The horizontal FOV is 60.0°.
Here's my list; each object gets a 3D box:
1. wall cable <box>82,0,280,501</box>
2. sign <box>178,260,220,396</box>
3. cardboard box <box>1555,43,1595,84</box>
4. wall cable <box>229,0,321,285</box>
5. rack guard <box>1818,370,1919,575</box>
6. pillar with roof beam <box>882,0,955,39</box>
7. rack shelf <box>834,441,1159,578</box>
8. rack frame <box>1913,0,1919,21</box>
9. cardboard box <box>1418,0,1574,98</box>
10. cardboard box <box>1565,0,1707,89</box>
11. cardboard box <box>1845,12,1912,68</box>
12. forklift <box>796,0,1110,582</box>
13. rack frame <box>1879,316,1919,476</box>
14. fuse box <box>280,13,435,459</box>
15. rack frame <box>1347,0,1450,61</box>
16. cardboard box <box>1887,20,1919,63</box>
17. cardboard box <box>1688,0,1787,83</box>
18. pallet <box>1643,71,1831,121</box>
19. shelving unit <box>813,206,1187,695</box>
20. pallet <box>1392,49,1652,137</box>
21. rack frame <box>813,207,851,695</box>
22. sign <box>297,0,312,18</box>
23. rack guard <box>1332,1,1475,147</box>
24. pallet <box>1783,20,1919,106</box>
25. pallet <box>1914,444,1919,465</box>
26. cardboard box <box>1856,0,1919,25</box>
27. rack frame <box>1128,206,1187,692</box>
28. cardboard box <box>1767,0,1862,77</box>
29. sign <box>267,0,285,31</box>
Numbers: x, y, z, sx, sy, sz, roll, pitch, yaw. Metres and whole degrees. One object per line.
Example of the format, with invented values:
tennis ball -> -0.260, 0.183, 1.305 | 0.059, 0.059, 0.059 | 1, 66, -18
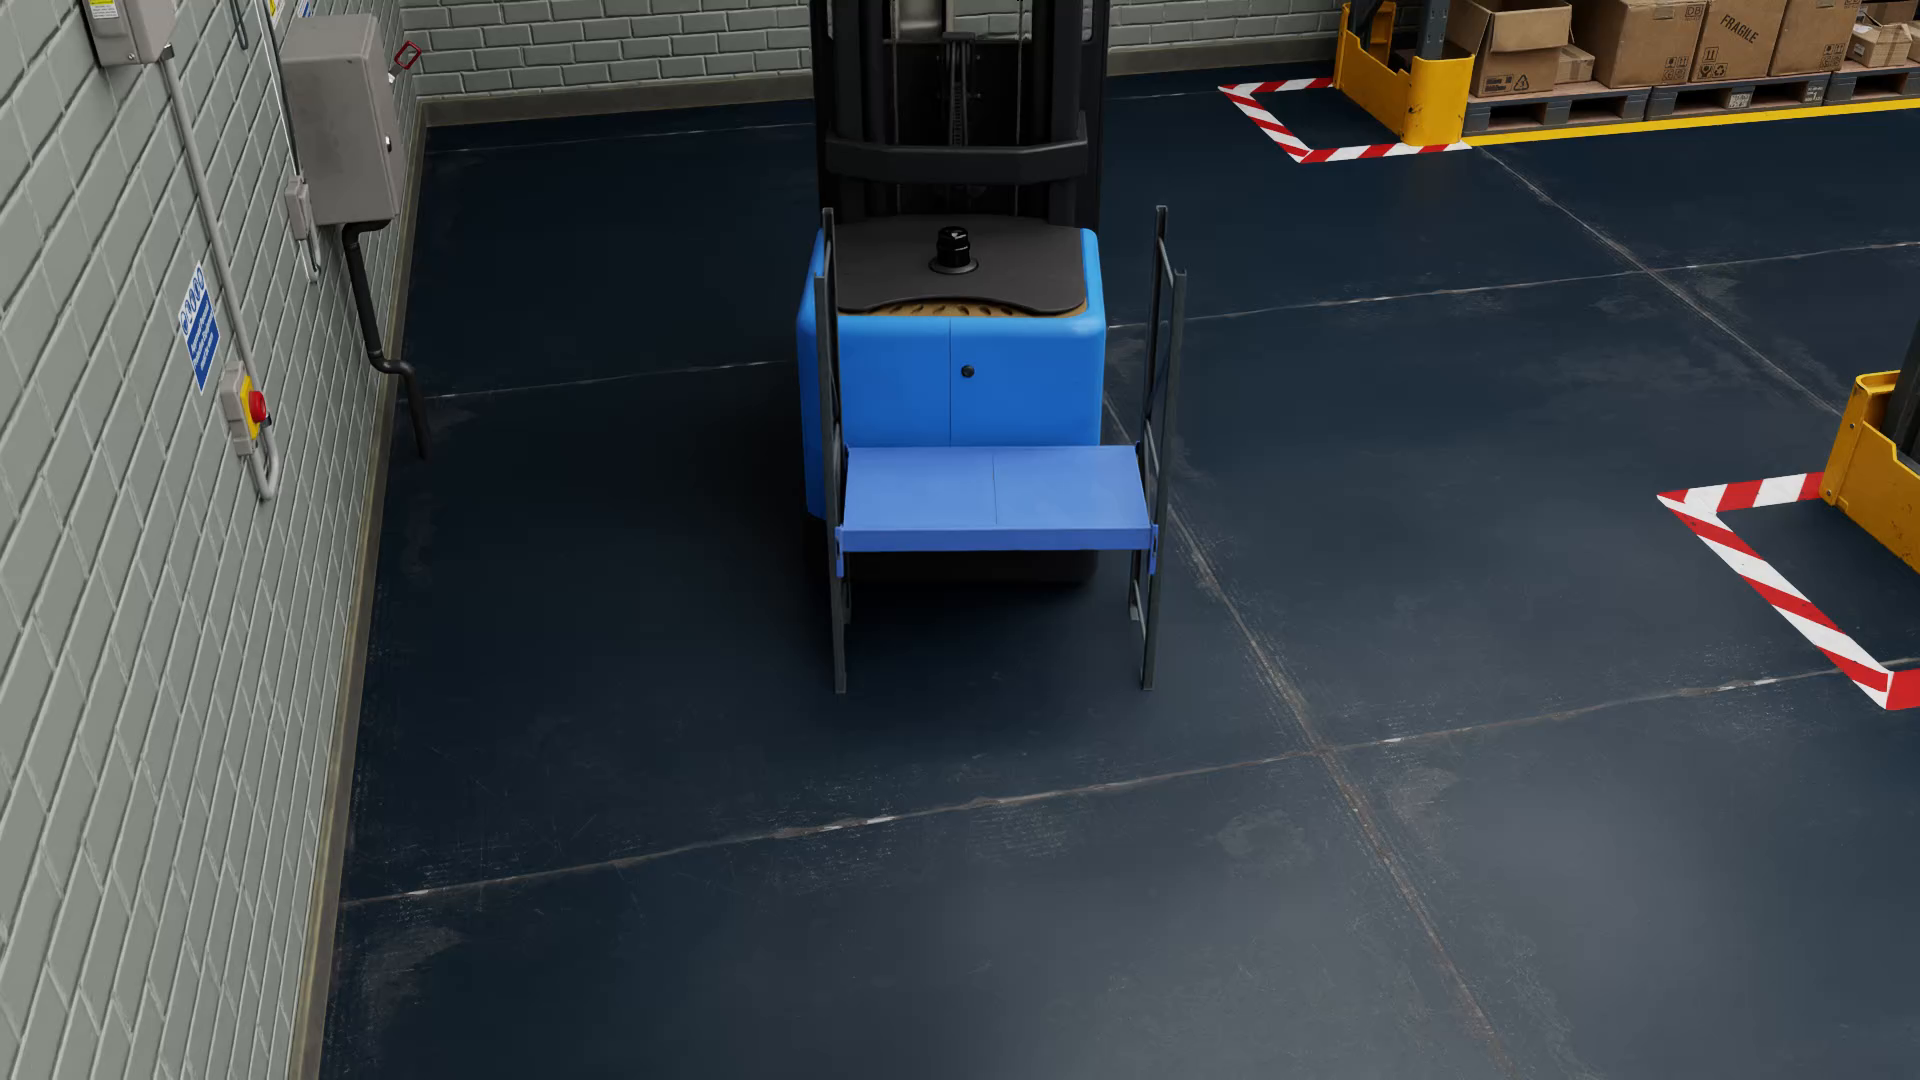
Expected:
wall cable -> -1.824, -0.882, 3.933 | 0.123, 1.953, 0.585 | -7, 35, -11
sign -> -1.873, -0.526, 4.099 | 0.001, 0.218, 0.327 | -7, 35, -11
cardboard box -> 3.612, -2.896, 10.055 | 0.250, 0.149, 0.380 | -9, 35, -12
wall cable -> -2.148, -1.638, 5.088 | 0.122, 1.984, 0.588 | -7, 35, -11
rack guard -> 3.647, -0.112, 5.968 | 0.348, 0.500, 1.175 | -7, 35, -11
pillar with roof beam -> 0.693, -4.160, 4.374 | 0.400, 9.000, 9.100 | -7, 35, -11
rack shelf -> 0.110, -0.106, 5.385 | 1.000, 0.185, 0.538 | 0, 34, -1
rack frame -> 6.473, -4.342, 10.028 | 0.127, 3.000, 1.000 | -7, 35, -11
cardboard box -> 3.190, -3.012, 9.910 | 0.637, 0.503, 0.797 | -9, 35, -12
cardboard box -> 4.032, -3.094, 10.036 | 0.500, 0.500, 0.700 | -6, 34, -9
cardboard box -> 5.647, -3.109, 10.268 | 0.258, 0.266, 0.396 | -6, 34, -9
forklift -> 0.006, -1.856, 6.386 | 1.130, 2.935, 3.031 | 1, 34, 1
rack frame -> 3.671, -1.153, 5.276 | 0.127, 3.000, 1.000 | -7, 35, -11
fuse box -> -2.145, -1.072, 6.312 | 0.414, 1.711, 0.539 | -7, 35, -11
rack frame -> 2.572, -3.850, 9.296 | 0.127, 3.000, 1.000 | -7, 35, -11
cardboard box -> 5.995, -3.105, 10.366 | 0.250, 0.149, 0.380 | -8, 35, -12
cardboard box -> 4.570, -3.105, 10.052 | 0.500, 0.500, 0.500 | -7, 34, -10
pallet -> 4.611, -2.948, 10.454 | 1.213, 0.211, 1.003 | -7, 35, -11
shelving unit -> 0.110, -0.256, 5.285 | 1.048, 1.500, 0.538 | 0, 34, -1
pallet -> 3.424, -2.800, 10.234 | 1.213, 0.211, 1.003 | -7, 35, -11
rack frame -> -0.399, -0.251, 5.278 | 0.032, 1.500, 0.500 | 0, 34, -1
sign -> -2.456, -1.810, 6.341 | 0.001, 0.494, 0.329 | -7, 35, -11
rack guard -> 2.646, -2.822, 10.006 | 0.348, 0.500, 1.175 | -7, 35, -11
pallet -> 5.803, -3.100, 10.681 | 1.213, 0.211, 1.003 | -7, 35, -11
pallet -> 4.433, -0.136, 6.263 | 1.213, 0.211, 1.003 | -7, 35, -11
cardboard box -> 5.777, -3.447, 10.731 | 0.500, 0.311, 0.500 | -6, 34, -9
rack frame -> 0.618, -0.260, 5.291 | 0.032, 1.500, 0.500 | 0, 34, -1
cardboard box -> 5.044, -3.222, 10.226 | 0.500, 0.500, 0.700 | -8, 35, -12
sign -> -2.335, -1.894, 5.640 | 0.001, 0.242, 0.339 | -7, 35, -11
